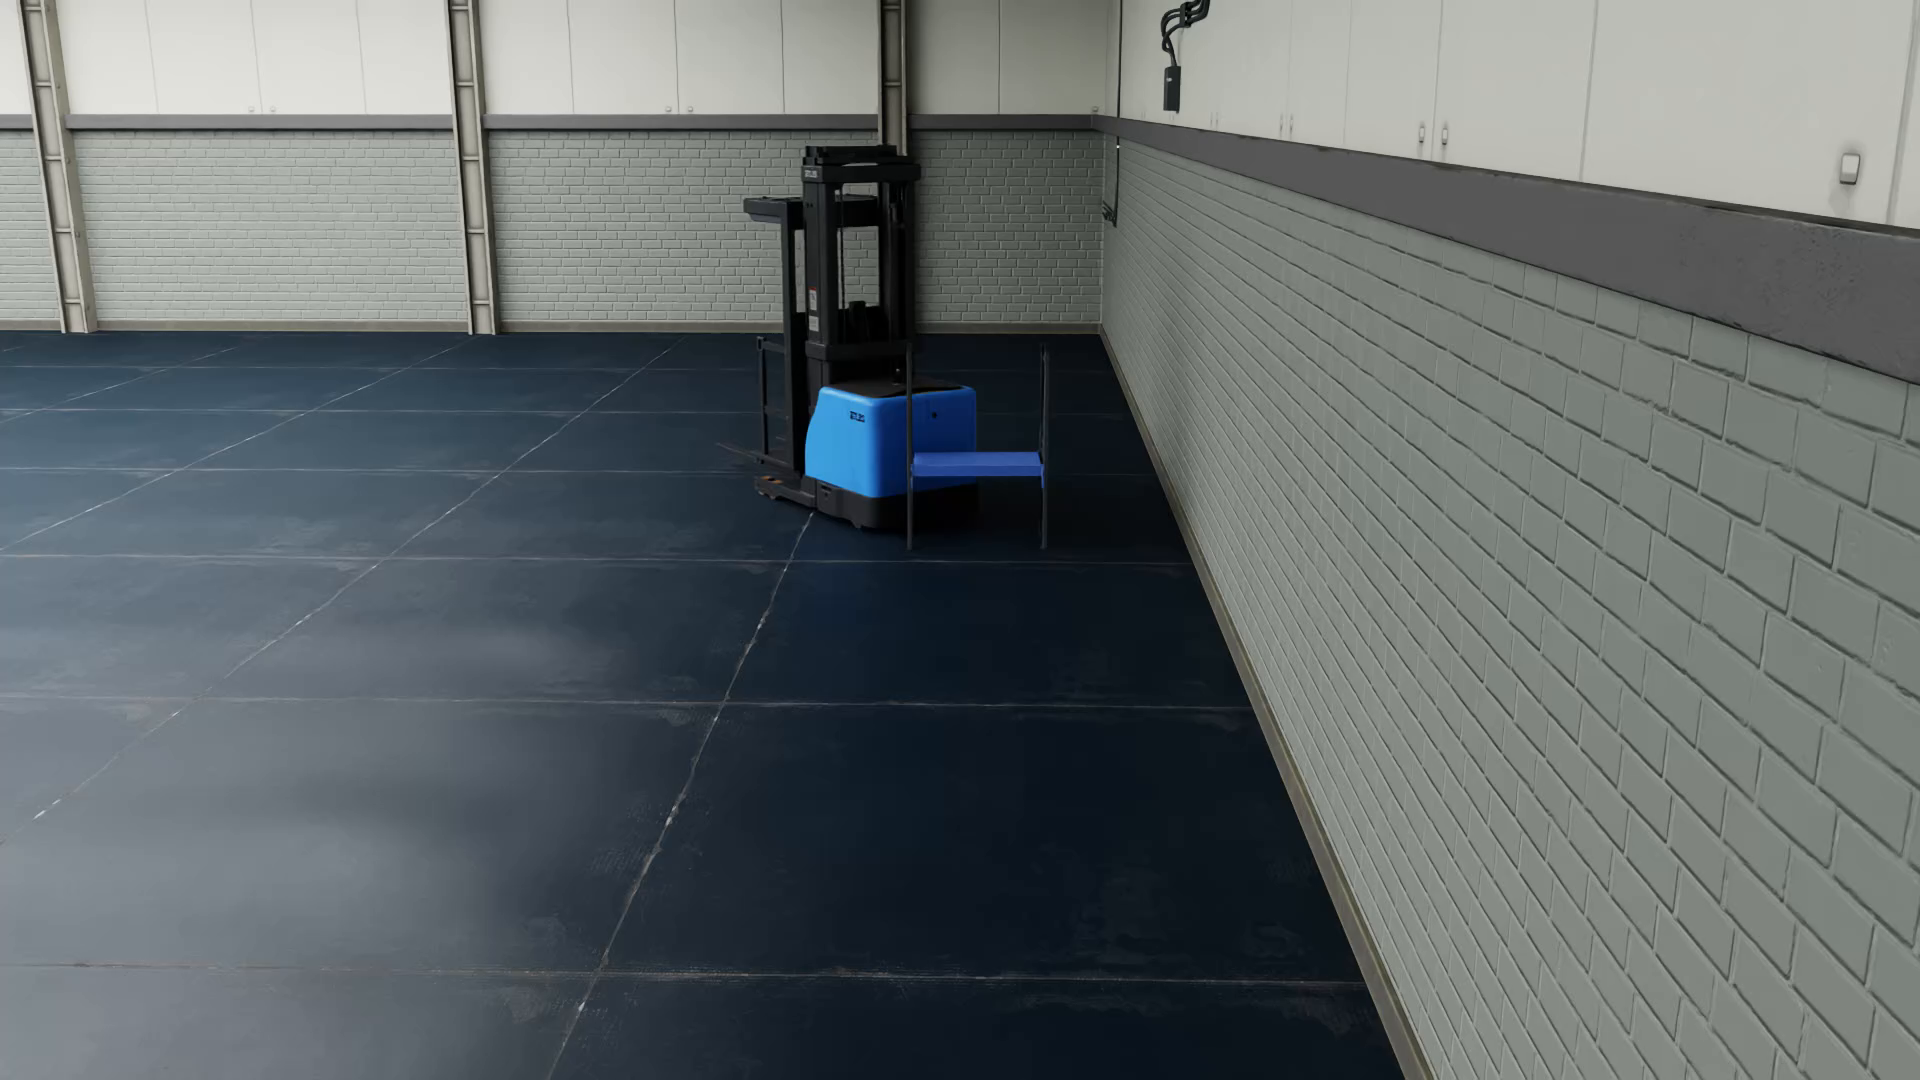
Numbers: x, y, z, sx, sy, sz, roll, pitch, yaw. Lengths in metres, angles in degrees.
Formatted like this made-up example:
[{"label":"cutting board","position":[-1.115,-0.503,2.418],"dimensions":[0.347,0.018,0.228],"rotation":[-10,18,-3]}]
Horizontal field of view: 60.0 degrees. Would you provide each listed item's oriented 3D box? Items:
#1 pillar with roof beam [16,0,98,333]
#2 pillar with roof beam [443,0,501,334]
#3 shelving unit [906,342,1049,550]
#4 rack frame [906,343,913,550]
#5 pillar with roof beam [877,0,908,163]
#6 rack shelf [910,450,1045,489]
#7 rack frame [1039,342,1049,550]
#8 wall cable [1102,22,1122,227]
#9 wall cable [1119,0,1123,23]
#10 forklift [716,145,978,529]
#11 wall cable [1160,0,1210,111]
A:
[{"label":"pillar with roof beam","position":[-13.049,-6.320,19.154],"dimensions":[0.400,9.000,9.100],"rotation":[0,15,1]},{"label":"pillar with roof beam","position":[-7.051,-6.281,19.006],"dimensions":[0.400,9.000,9.100],"rotation":[0,15,1]},{"label":"shelving unit","position":[0.127,-0.713,12.602],"dimensions":[1.048,1.500,0.538],"rotation":[0,15,-1]},{"label":"rack frame","position":[-0.381,-0.711,12.594],"dimensions":[0.032,1.500,0.500],"rotation":[0,15,-1]},{"label":"pillar with roof beam","position":[-1.053,-6.242,18.858],"dimensions":[0.400,9.000,9.100],"rotation":[0,15,1]},{"label":"rack shelf","position":[0.127,-0.539,12.647],"dimensions":[1.000,0.185,0.538],"rotation":[0,15,-1]},{"label":"rack frame","position":[0.635,-0.715,12.609],"dimensions":[0.032,1.500,0.500],"rotation":[0,15,-1]},{"label":"wall cable","position":[1.968,-5.482,22.064],"dimensions":[0.112,2.526,3.097],"rotation":[0,15,1]},{"label":"wall cable","position":[1.899,-7.234,18.805],"dimensions":[0.112,2.526,3.097],"rotation":[0,15,1]},{"label":"forklift","position":[-1.109,-1.822,14.002],"dimensions":[1.130,2.935,3.031],"rotation":[-10,18,-34]},{"label":"wall cable","position":[1.710,-6.207,12.058],"dimensions":[0.169,6.003,2.305],"rotation":[0,15,1]}]
